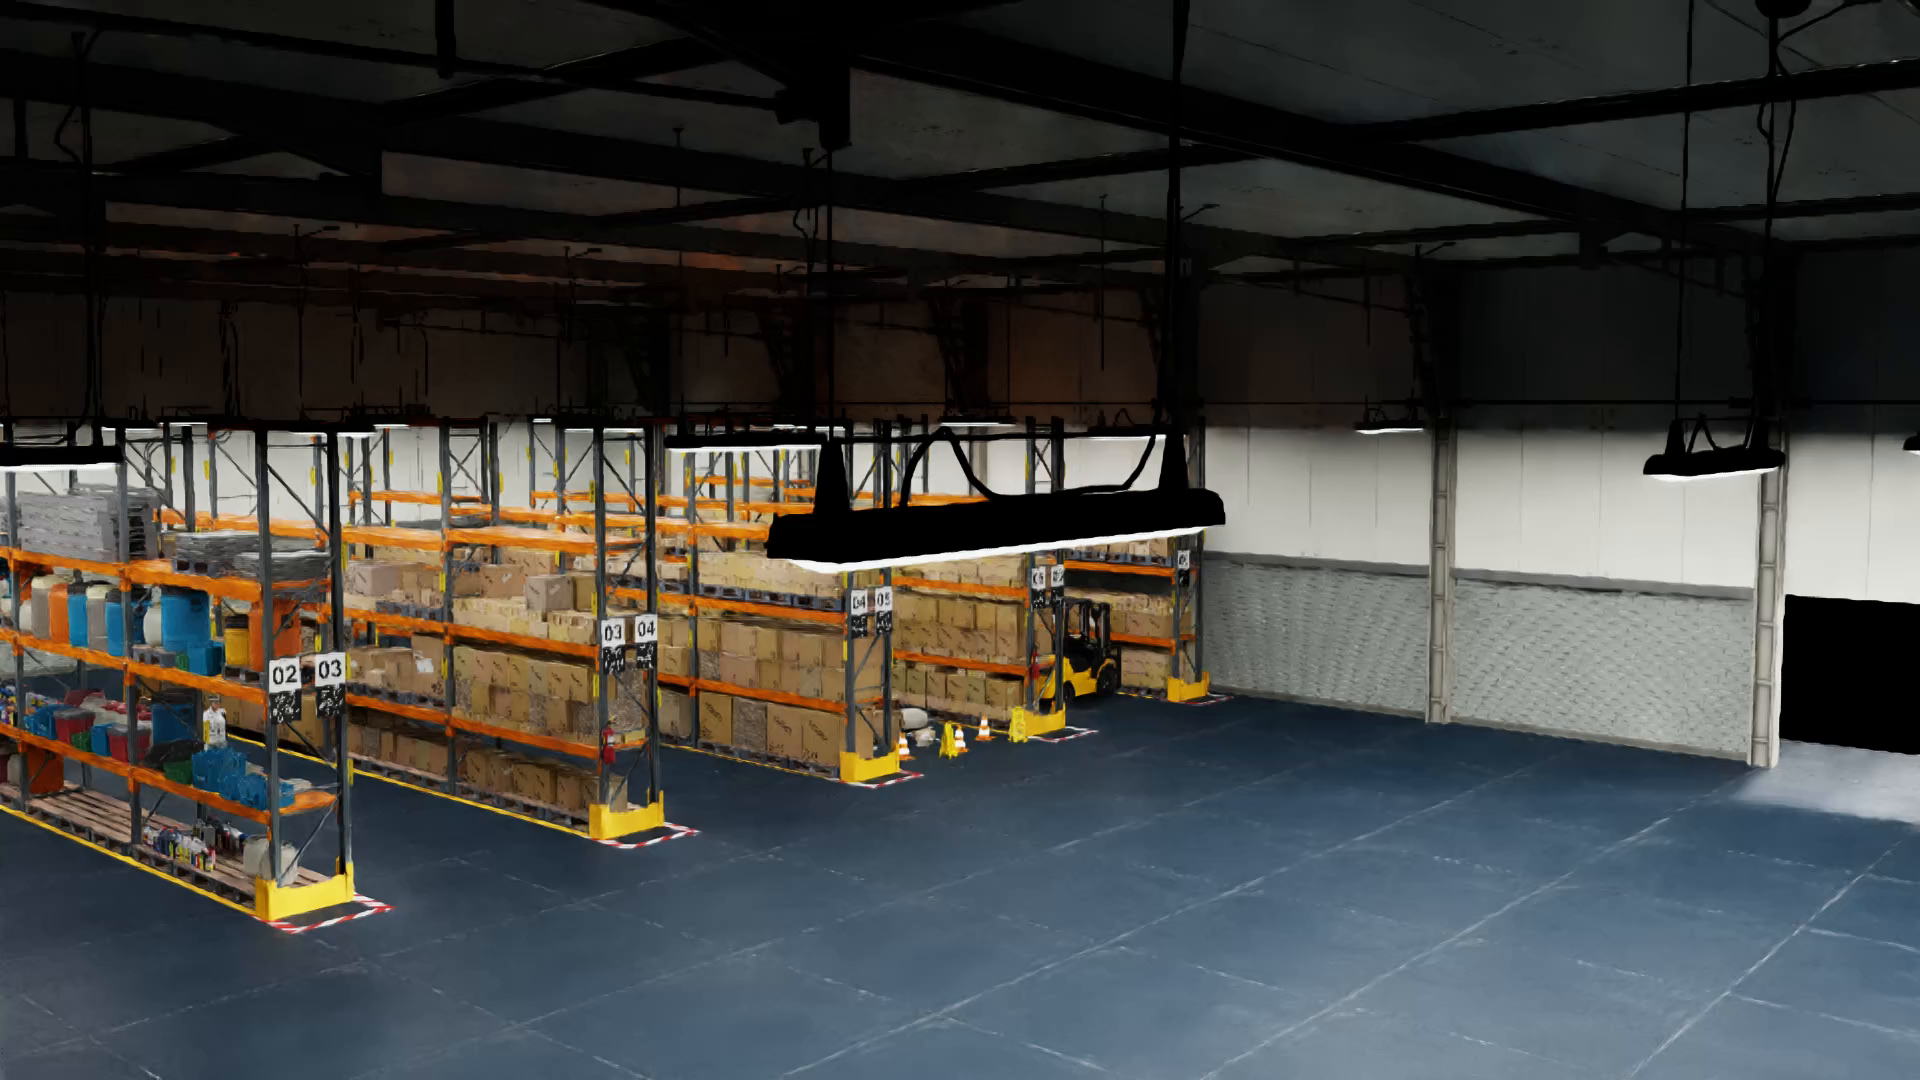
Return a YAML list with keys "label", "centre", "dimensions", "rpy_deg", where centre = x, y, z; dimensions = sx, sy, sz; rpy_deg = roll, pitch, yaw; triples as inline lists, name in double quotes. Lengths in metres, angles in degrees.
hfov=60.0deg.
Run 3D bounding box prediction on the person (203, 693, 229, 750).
- label: "person"
  centre: [-12.105, 3.267, 27.020]
  dimensions: [1.073, 1.587, 0.499]
  rpy_deg: [4, 6, 39]
